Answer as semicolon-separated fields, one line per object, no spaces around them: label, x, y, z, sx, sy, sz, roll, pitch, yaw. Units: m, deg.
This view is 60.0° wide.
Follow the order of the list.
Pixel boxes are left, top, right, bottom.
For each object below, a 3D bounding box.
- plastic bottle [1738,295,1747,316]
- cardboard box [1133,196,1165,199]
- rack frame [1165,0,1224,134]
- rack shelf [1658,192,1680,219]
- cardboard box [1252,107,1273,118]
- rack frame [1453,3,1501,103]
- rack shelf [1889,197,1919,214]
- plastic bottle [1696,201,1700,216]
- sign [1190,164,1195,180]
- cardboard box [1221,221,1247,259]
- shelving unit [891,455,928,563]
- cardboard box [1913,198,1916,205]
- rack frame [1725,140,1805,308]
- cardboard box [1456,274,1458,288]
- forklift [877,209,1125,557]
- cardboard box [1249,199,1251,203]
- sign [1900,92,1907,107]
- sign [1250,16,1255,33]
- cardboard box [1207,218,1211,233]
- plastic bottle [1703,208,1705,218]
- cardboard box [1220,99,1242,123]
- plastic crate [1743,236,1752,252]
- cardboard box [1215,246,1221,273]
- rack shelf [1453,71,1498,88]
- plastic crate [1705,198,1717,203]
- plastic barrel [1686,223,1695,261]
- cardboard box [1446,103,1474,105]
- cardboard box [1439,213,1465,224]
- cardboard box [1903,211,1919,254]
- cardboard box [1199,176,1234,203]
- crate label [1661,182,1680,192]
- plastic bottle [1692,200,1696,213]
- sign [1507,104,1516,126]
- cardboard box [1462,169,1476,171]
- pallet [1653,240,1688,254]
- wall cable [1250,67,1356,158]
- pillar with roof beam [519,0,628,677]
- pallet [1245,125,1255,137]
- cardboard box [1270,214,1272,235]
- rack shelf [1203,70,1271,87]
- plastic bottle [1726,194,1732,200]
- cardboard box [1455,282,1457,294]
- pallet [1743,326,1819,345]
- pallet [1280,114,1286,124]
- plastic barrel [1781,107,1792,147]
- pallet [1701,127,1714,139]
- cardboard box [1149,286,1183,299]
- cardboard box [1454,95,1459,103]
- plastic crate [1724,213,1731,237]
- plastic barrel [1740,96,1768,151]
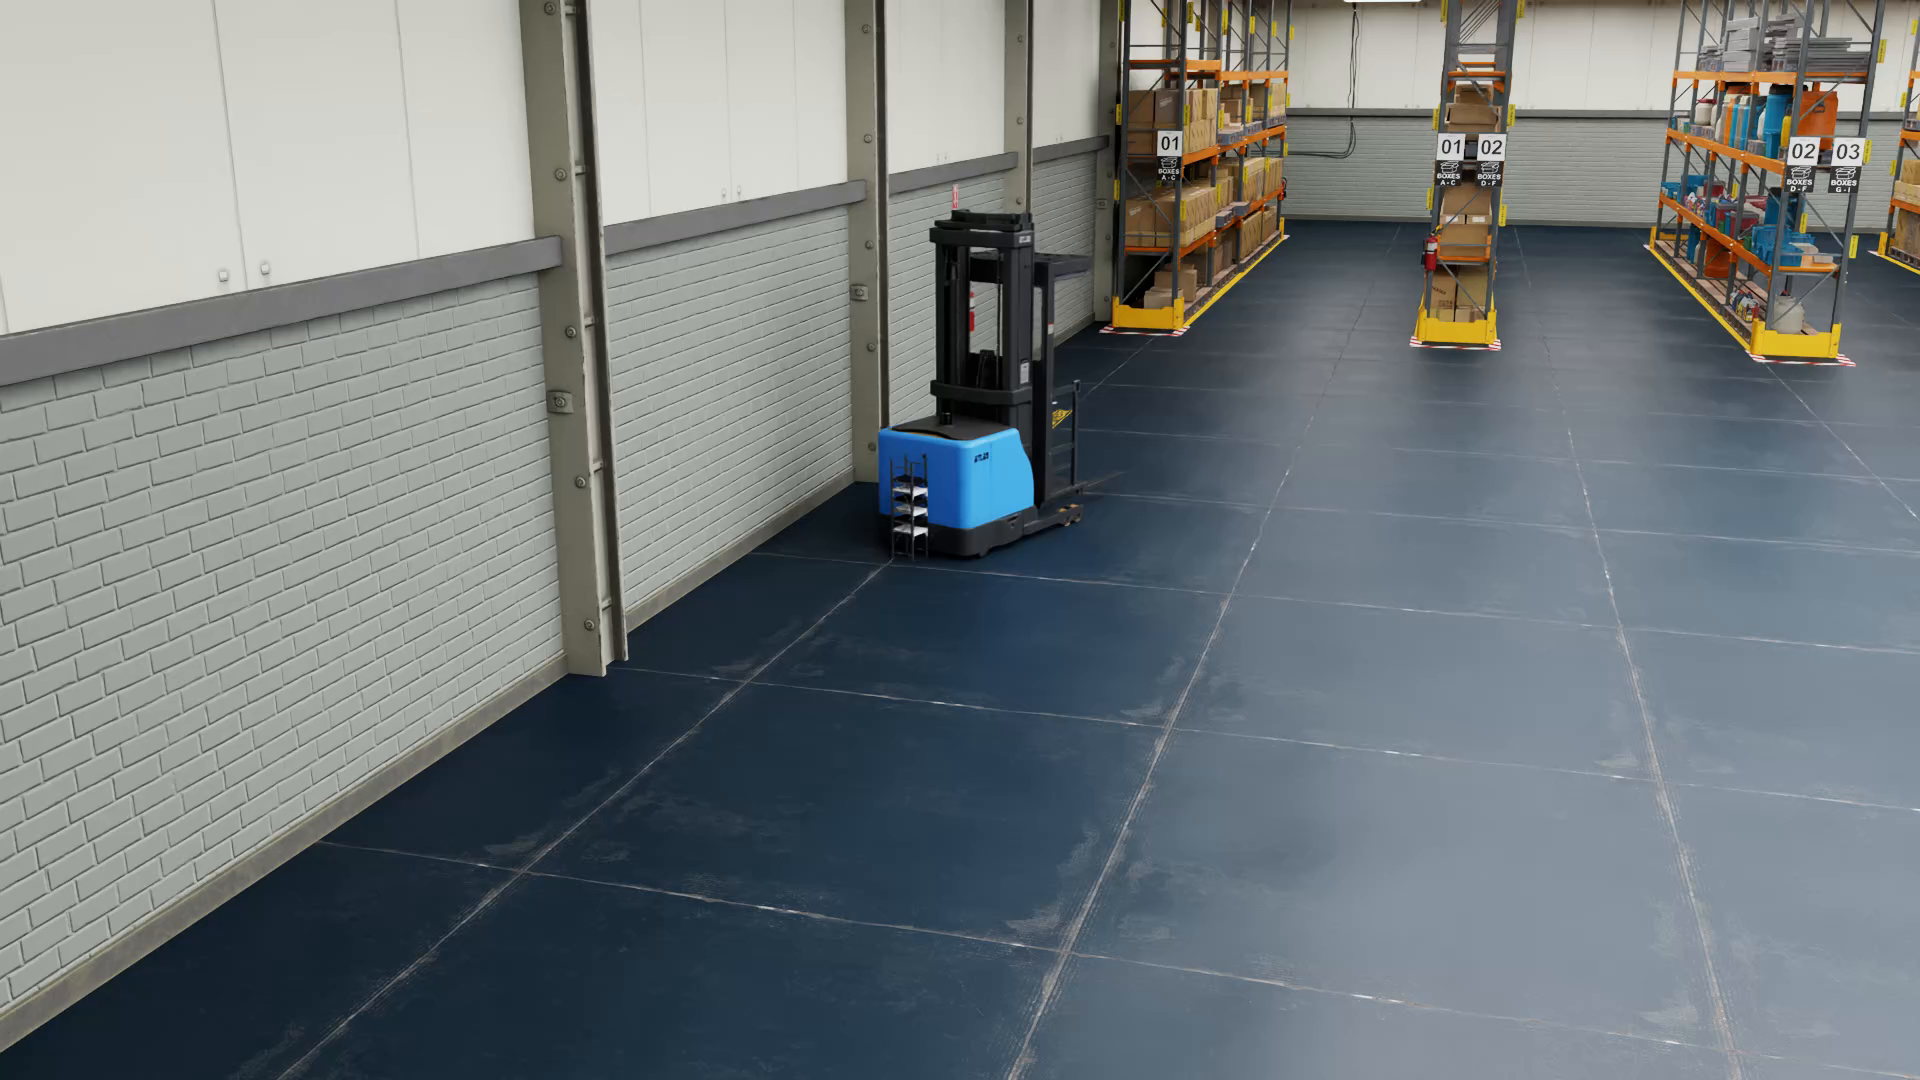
plastic bottle;12.947;-3.870;27.444;0.144;0.351;0.185;4;16;15
cardboard box;3.196;-5.563;28.229;0.500;0.500;0.500;5;17;17
rack frame;4.250;-8.926;30.230;1.000;3.000;0.127;5;16;16
rack shelf;16.590;-7.542;37.662;1.077;0.370;4.000;5;16;16
cardboard box;6.973;-9.915;38.533;0.500;0.250;0.500;5;16;16
rack frame;12.411;-11.683;39.948;1.000;3.000;0.127;5;16;16
rack shelf;21.339;-7.158;36.308;1.077;0.370;4.000;5;16;16
plastic bottle;14.916;-6.700;33.590;0.061;0.283;0.133;5;16;16
sign;4.854;-7.686;34.729;0.100;0.325;0.005;5;16;16
cardboard box;5.722;-6.437;35.617;0.750;0.750;0.750;4;16;15
shelving unit;-0.444;-0.275;14.571;0.258;0.900;0.210;11;19;34
cardboard box;20.982;-7.368;36.190;0.380;0.149;0.250;5;17;17
rack frame;13.749;-5.272;28.340;1.000;3.000;0.127;5;16;16
cardboard box;8.925;-4.629;28.968;0.500;0.500;0.500;5;16;16
forklift;0.525;-1.609;15.550;1.130;2.935;3.031;11;19;34
cardboard box;6.209;-7.514;36.668;0.380;0.149;0.250;5;17;18
sign;21.377;-9.974;37.673;0.100;0.325;0.005;5;16;16
sign;5.910;-10.421;33.642;0.100;0.325;0.005;5;16;16
cardboard box;4.257;-5.701;30.089;0.500;0.250;0.500;5;17;16
plastic bottle;14.591;-6.401;32.535;0.061;0.283;0.133;5;16;16
cardboard box;5.739;-9.207;35.728;0.700;0.500;0.500;6;17;19
plastic crate;13.092;-4.837;27.194;0.450;0.188;0.662;5;16;16
cardboard box;4.860;-5.646;33.432;0.700;0.500;0.500;5;16;16
rack shelf;10.706;-9.575;34.566;1.077;0.370;4.000;5;16;16
plastic crate;16.291;-7.378;36.137;0.396;0.136;0.243;5;16;16
plastic barrel;15.851;-6.417;35.451;0.600;0.901;0.708;5;16;16
cardboard box;8.605;-7.306;28.806;0.500;0.500;0.500;6;17;20
cardboard box;7.790;-5.086;26.311;0.380;0.149;0.250;4;16;15
cardboard box;21.544;-6.796;36.836;0.875;0.875;0.875;5;16;16
cardboard box;5.263;-7.223;34.228;0.700;0.500;0.500;3;16;9
crate label;16.773;-8.321;39.286;0.416;0.233;0.303;5;16;16
plastic bottle;15.109;-6.855;34.157;0.097;0.271;0.097;0;16;0
sign;8.394;-6.468;25.312;0.100;0.325;0.005;5;16;16
cardboard box;8.881;-6.213;29.096;0.700;0.500;0.500;5;17;16
pallet;16.887;-6.857;39.039;1.003;0.211;1.213;5;16;16
wall cable;9.610;-12.024;46.842;3.097;2.526;0.112;5;16;16
pillar with roof beam;1.495;-3.087;9.643;9.100;9.000;0.400;5;16;16
pallet;5.519;-8.612;34.963;1.213;0.211;1.003;5;17;18
cardboard box;7.273;-7.726;40.803;0.700;0.500;0.500;4;16;14
rack shelf;5.955;-9.958;35.917;1.077;0.370;4.000;5;16;16
plastic bottle;16.022;-7.027;34.618;0.144;0.351;0.185;5;16;16
cardboard box;8.840;-4.667;30.478;0.500;0.250;0.500;4;16;15
pallet;12.824;-3.120;25.862;1.003;0.211;1.213;5;16;16
pallet;7.459;-10.385;41.033;1.003;0.211;1.213;5;16;16
plastic barrel;12.814;-6.269;25.245;0.600;0.588;0.600;0;16;0
pallet;15.574;-8.208;33.539;1.003;0.211;1.213;5;16;16
cardboard box;3.558;-4.235;28.806;0.500;0.311;0.500;6;17;20
cardboard box;10.684;-9.016;34.908;0.600;0.600;0.600;4;16;14
plastic crate;13.764;-5.577;29.445;0.392;0.384;0.575;5;16;16
plastic barrel;13.685;-7.106;28.391;0.600;0.901;0.708;5;16;16
